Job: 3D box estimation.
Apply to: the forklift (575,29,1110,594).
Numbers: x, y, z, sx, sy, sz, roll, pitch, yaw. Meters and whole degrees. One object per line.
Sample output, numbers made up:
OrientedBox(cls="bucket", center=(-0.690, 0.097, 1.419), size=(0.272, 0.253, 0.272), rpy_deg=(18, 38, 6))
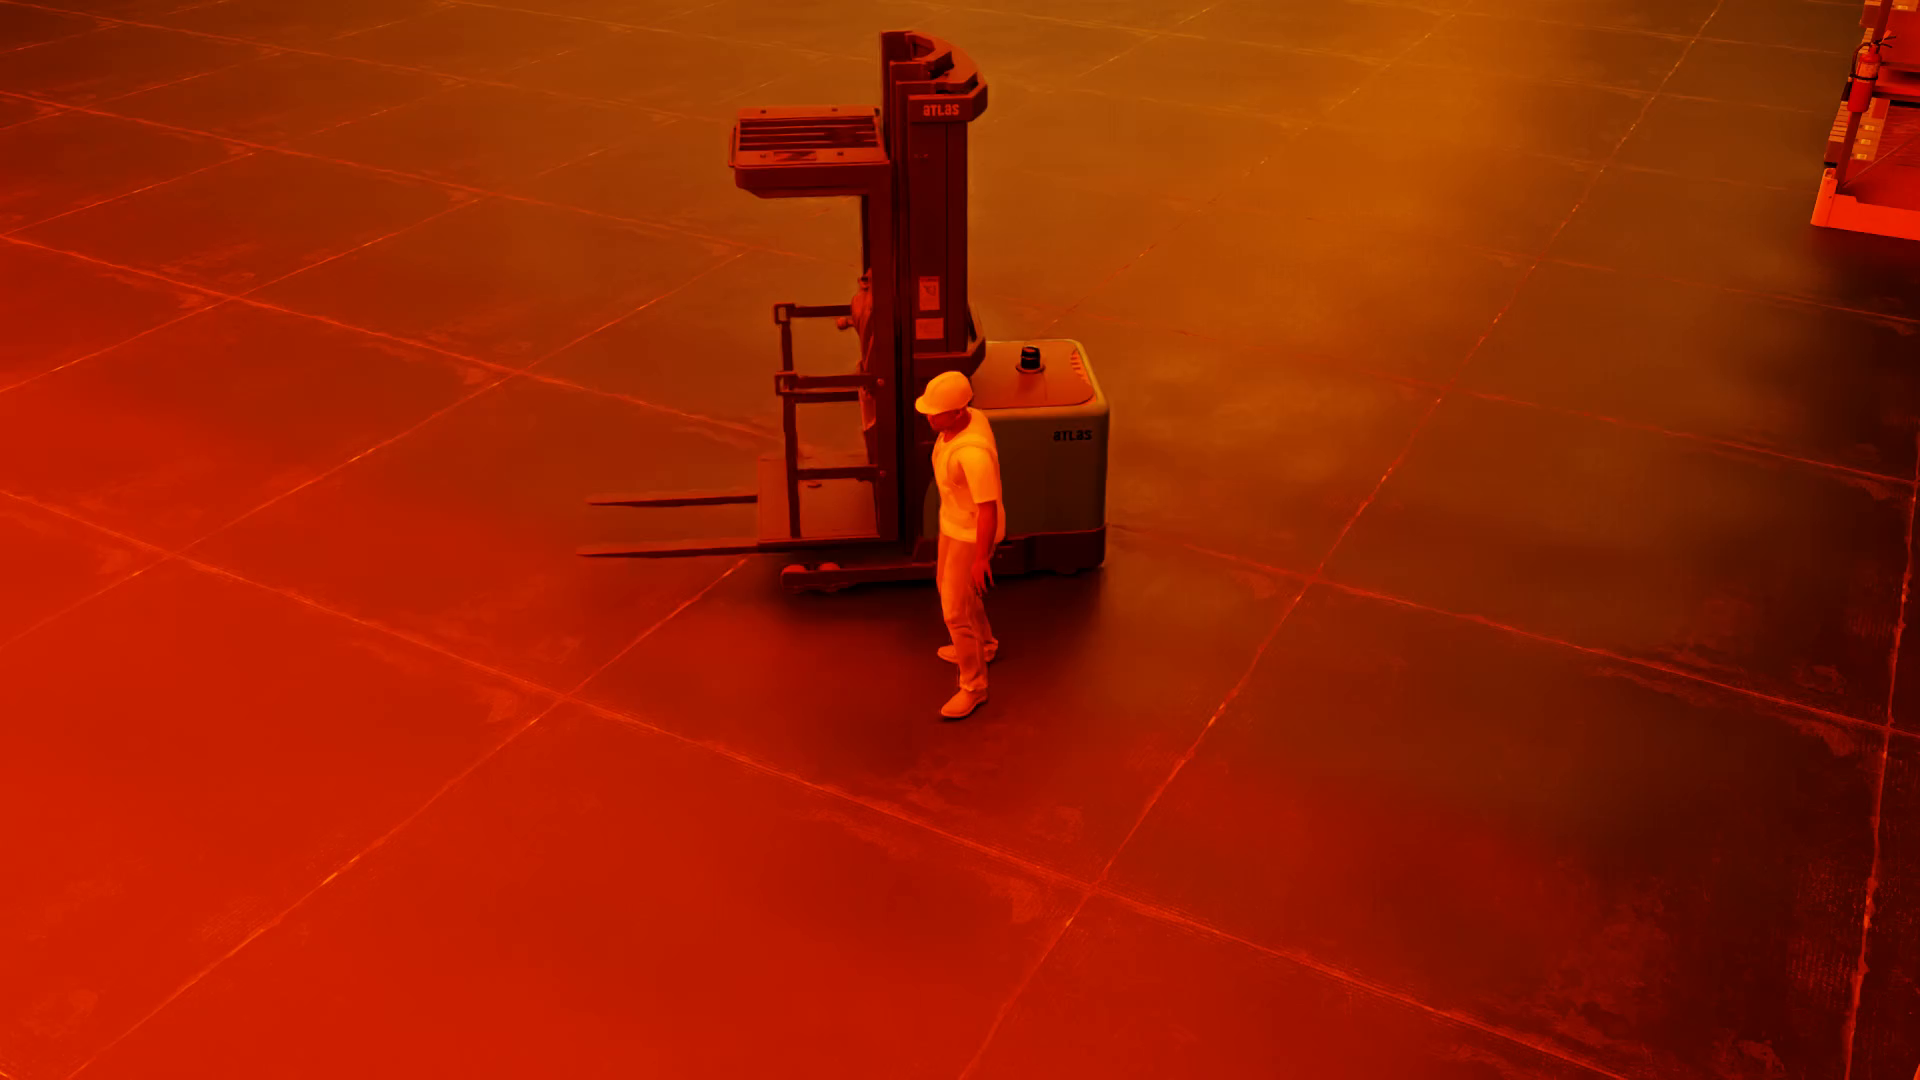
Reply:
OrientedBox(cls="forklift", center=(-0.707, -1.239, 9.217), size=(3.031, 2.935, 1.130), rpy_deg=(-3, 30, -5))

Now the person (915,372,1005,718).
OrientedBox(cls="person", center=(0.000, -0.054, 8.363), size=(0.444, 1.732, 0.866), rpy_deg=(-5, 30, -8))
